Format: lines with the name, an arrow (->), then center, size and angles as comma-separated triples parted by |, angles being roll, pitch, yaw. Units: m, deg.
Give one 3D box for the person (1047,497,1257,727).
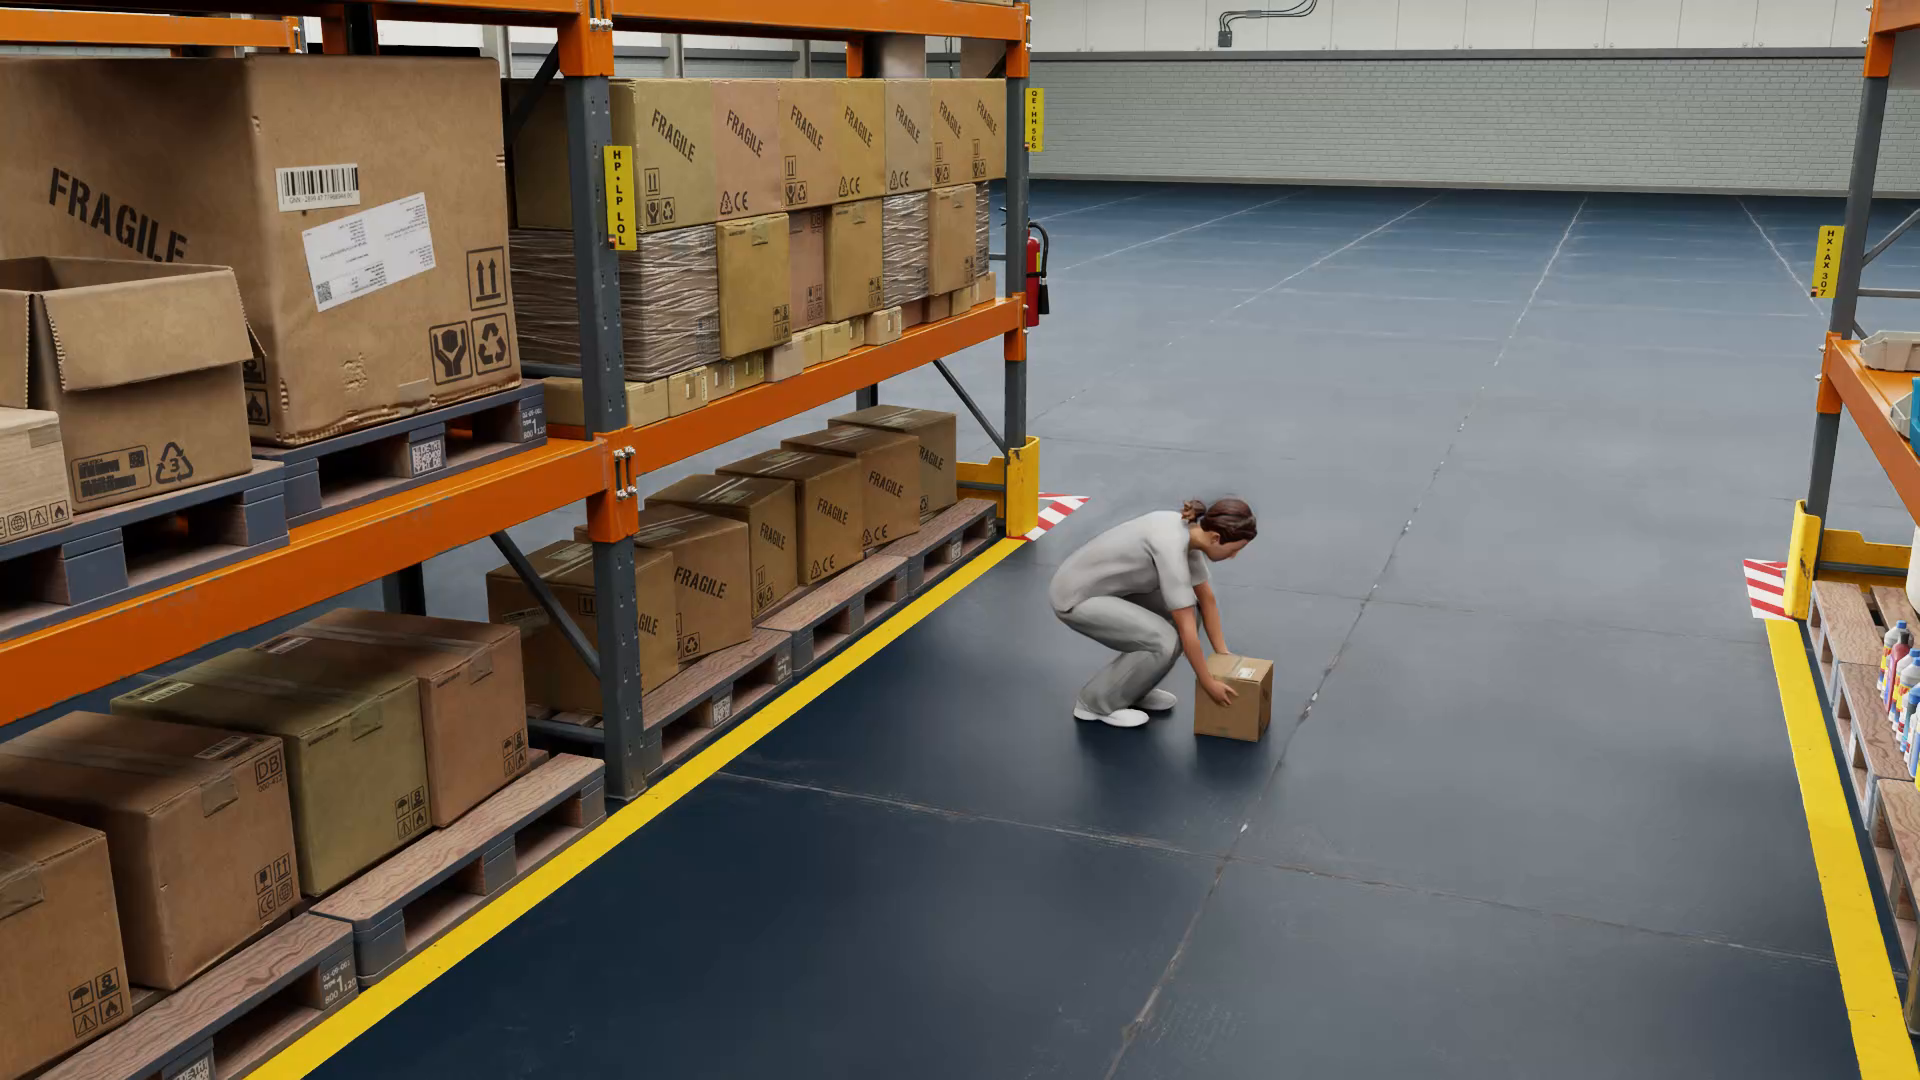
person -> 0.750, 0.259, 6.532 | 0.795, 0.910, 0.484 | 6, 17, 21
